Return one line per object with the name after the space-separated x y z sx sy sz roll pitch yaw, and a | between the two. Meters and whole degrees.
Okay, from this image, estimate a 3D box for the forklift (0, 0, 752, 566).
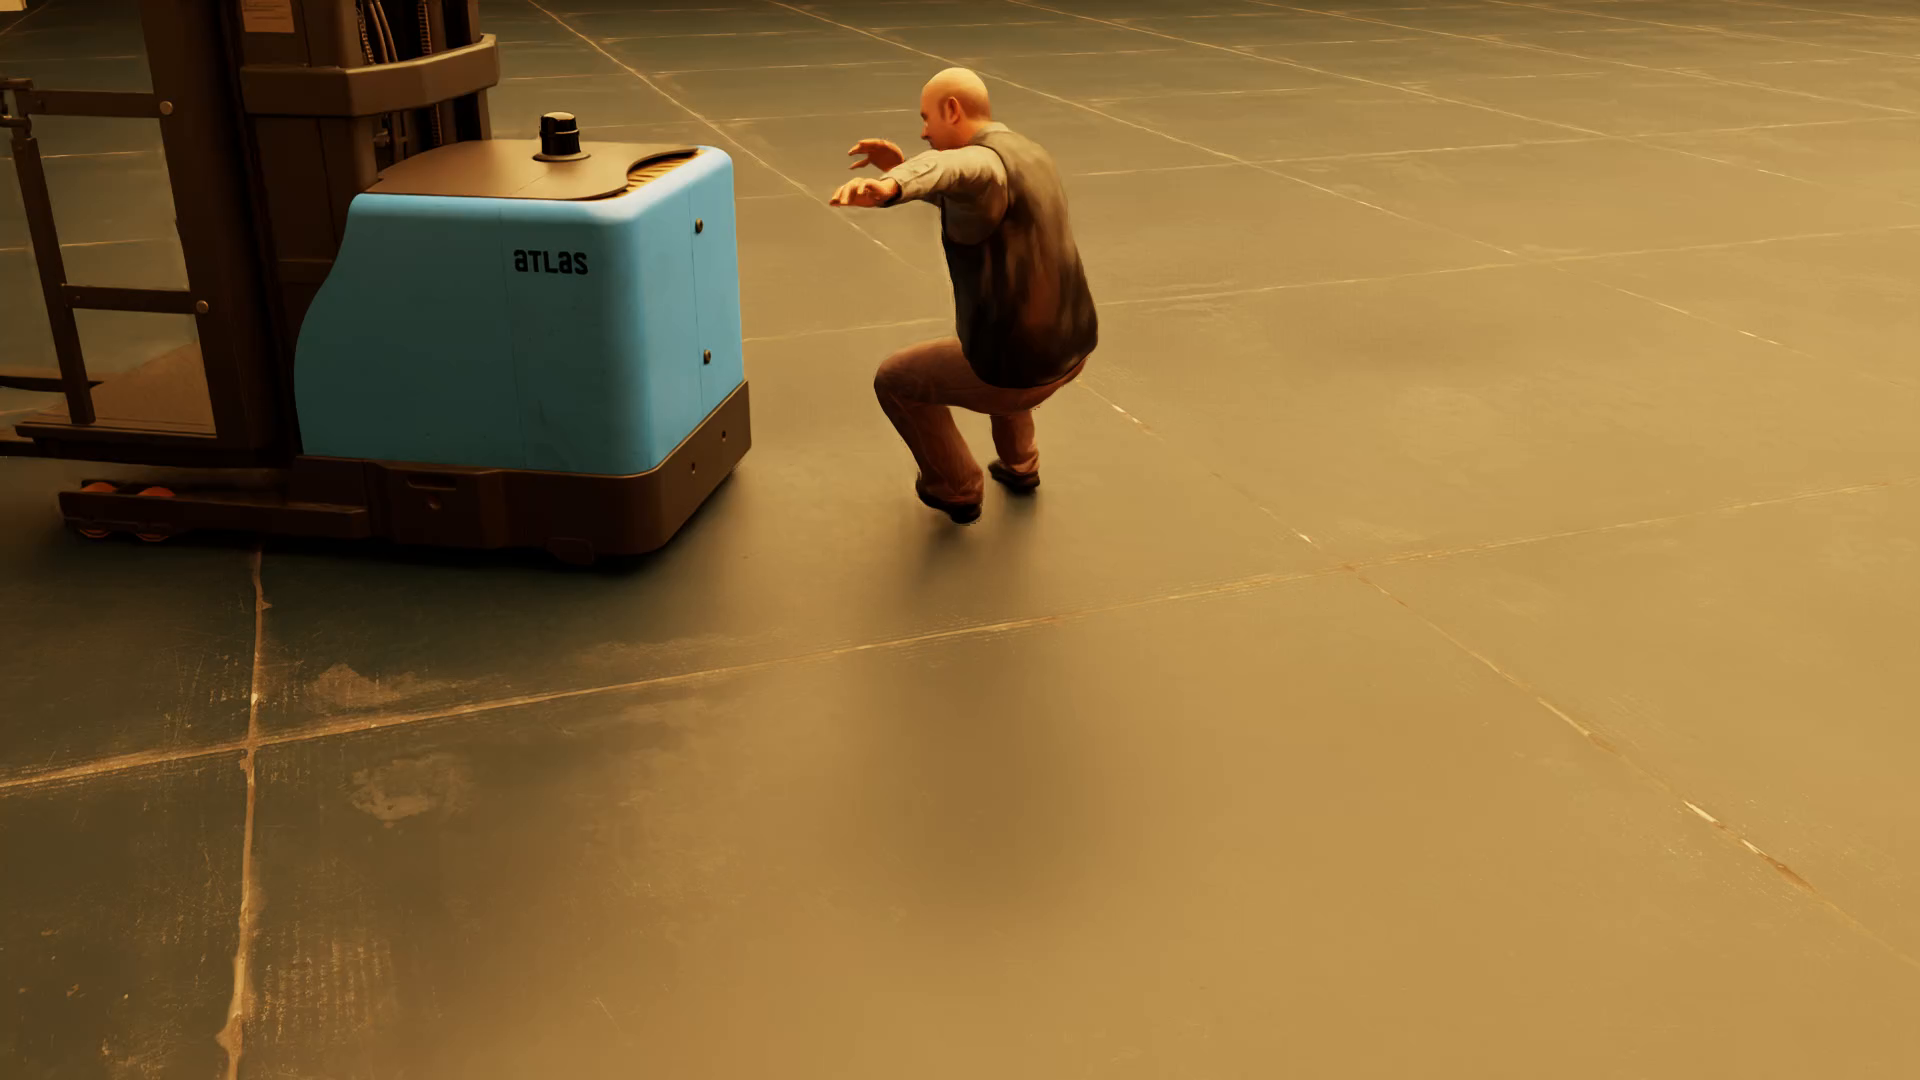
-2.275 -1.540 4.961 3.031 2.935 1.130 4 23 10 | forklift

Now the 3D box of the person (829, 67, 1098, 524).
-0.024 -0.596 4.721 0.712 1.408 1.467 13 26 29 | person
